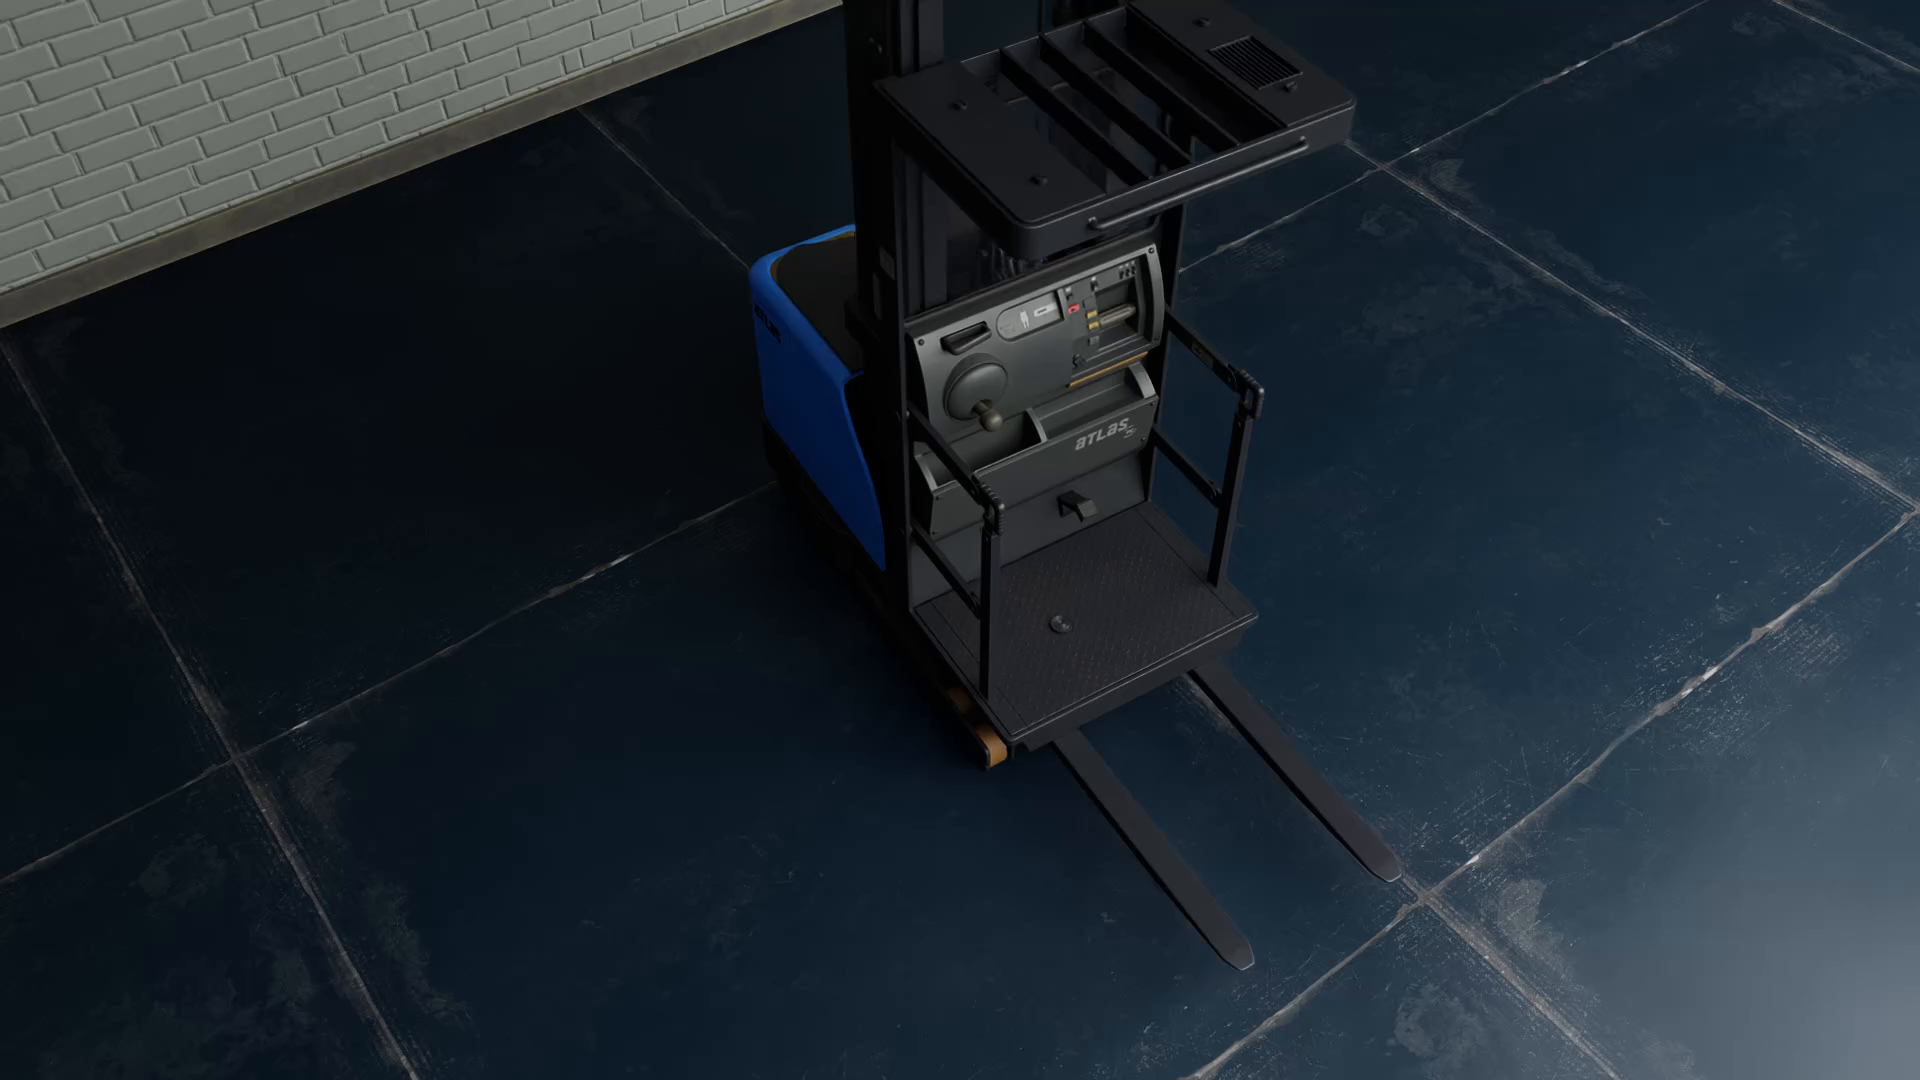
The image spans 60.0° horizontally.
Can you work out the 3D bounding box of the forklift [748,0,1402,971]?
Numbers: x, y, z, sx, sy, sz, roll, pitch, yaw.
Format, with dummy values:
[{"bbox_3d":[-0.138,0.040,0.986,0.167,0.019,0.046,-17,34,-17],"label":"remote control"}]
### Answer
[{"bbox_3d":[0.380,-0.567,5.284,1.130,2.935,3.031,-24,52,-20],"label":"forklift"}]
